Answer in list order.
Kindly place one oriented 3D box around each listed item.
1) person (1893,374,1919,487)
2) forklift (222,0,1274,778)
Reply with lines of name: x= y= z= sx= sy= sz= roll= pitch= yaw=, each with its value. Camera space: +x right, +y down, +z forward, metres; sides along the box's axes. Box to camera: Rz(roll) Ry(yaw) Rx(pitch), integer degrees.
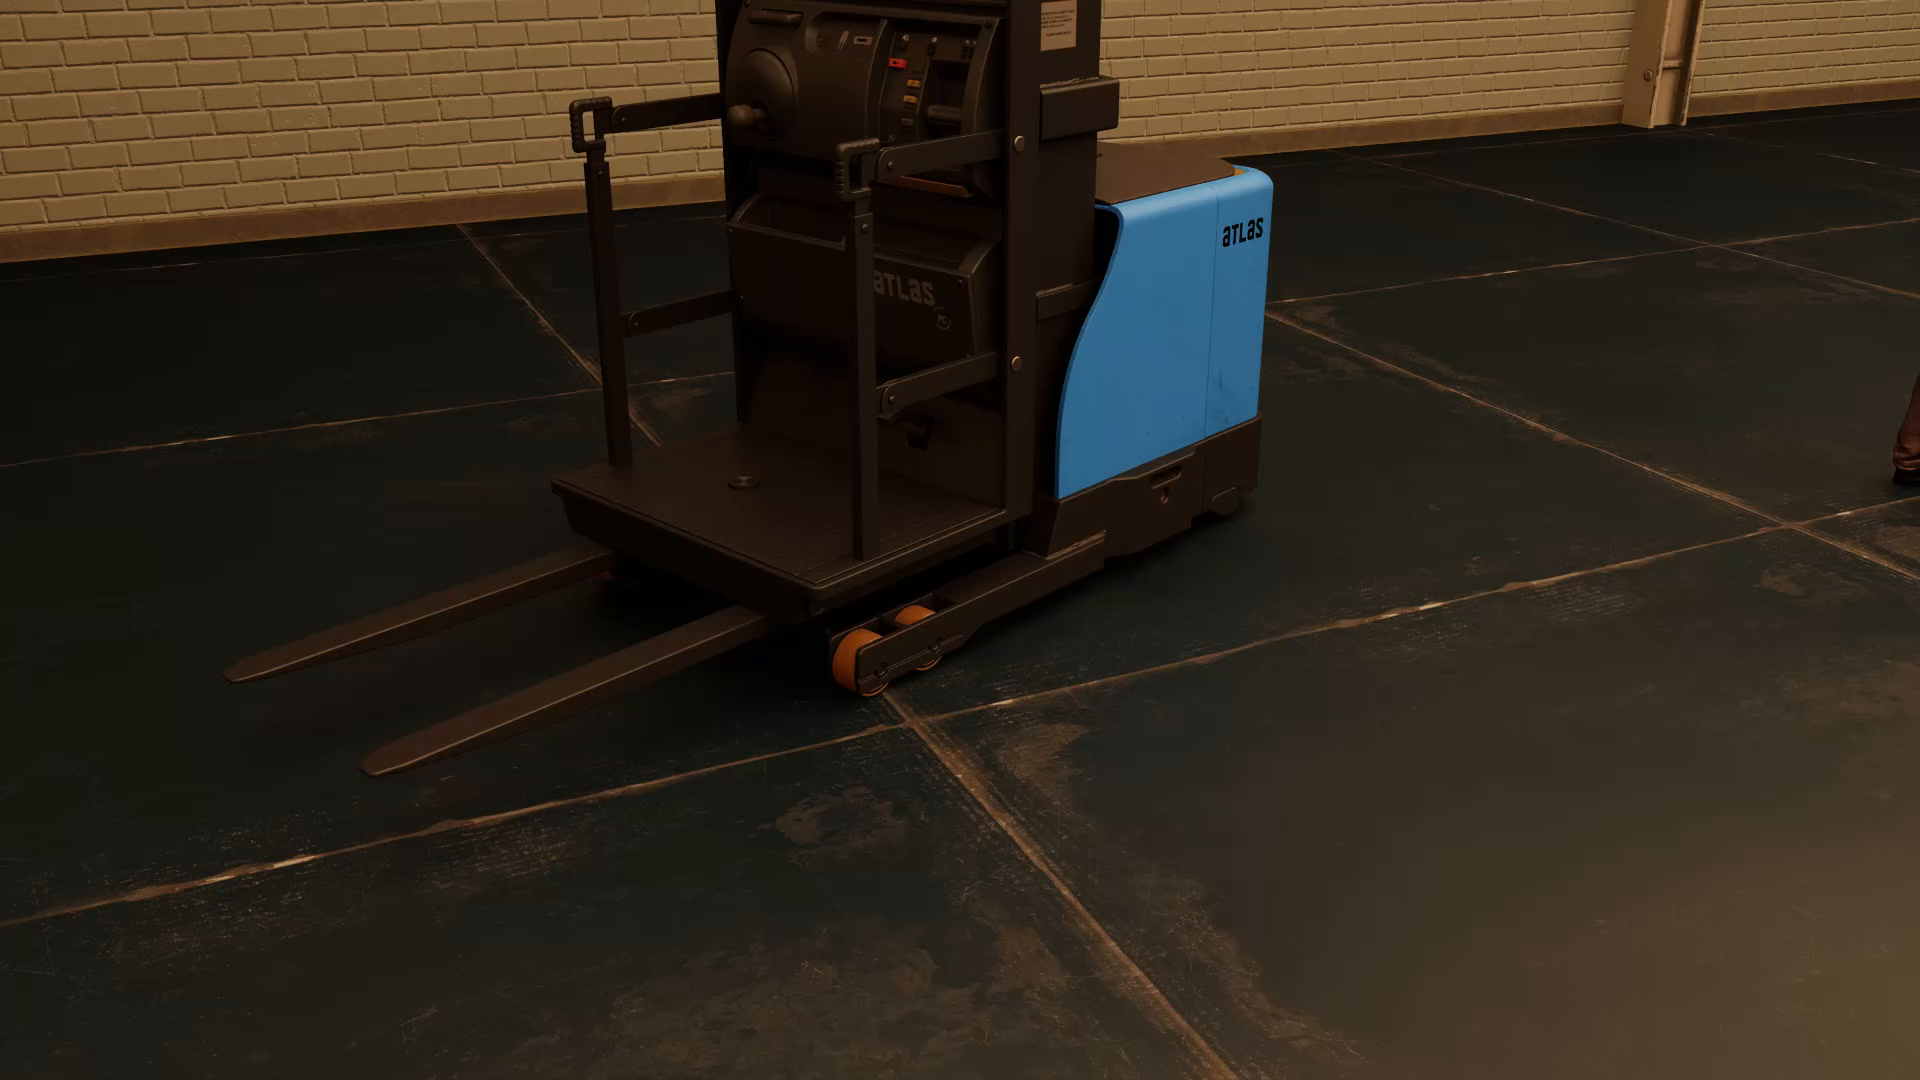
person: x=3.233 y=-0.948 z=5.147 sx=0.413 sy=1.721 sz=0.581 roll=-2 pitch=23 yaw=-5
forklift: x=-0.413 y=-1.182 z=4.131 sx=1.130 sy=2.935 sz=3.031 roll=19 pitch=29 yaw=39
